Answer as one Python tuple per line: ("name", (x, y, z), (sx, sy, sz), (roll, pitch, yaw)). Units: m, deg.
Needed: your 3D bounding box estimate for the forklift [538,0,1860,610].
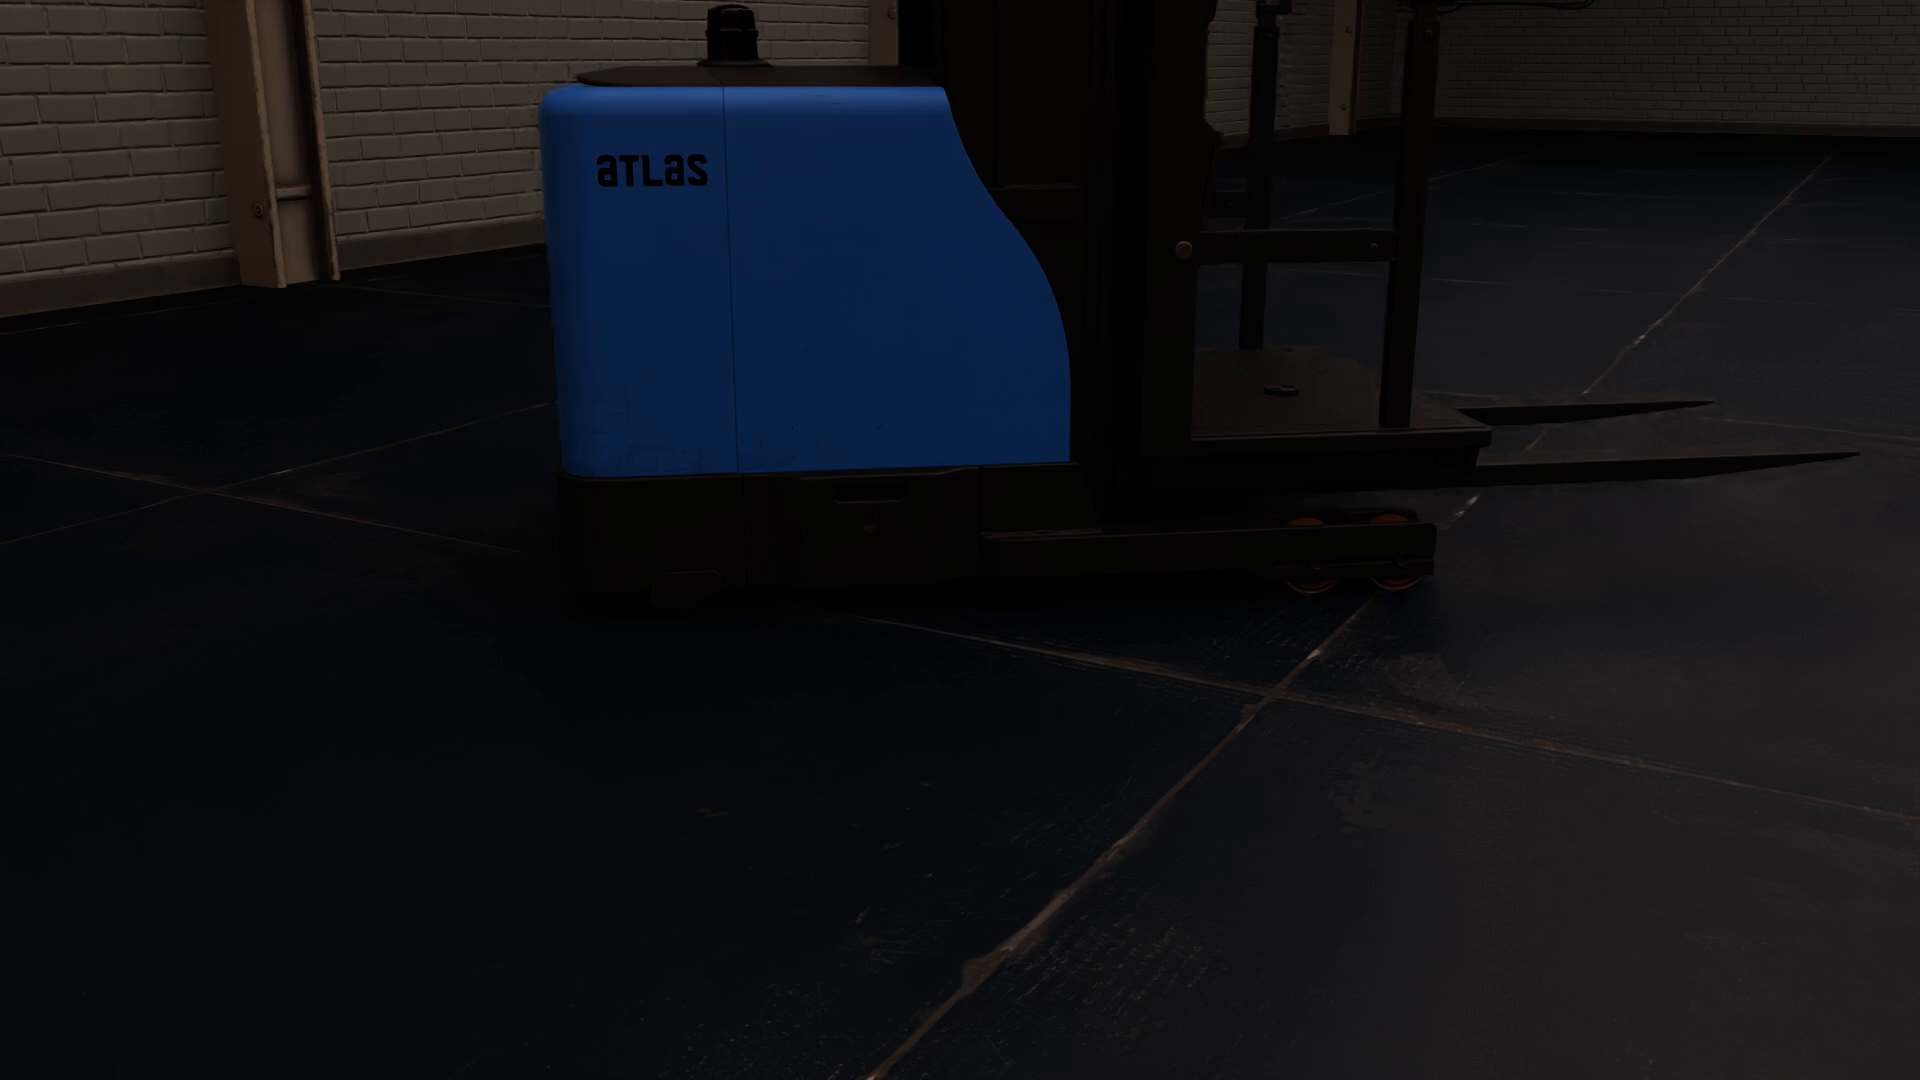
("forklift", (0.604, -1.432, 3.716), (3.031, 2.935, 1.130), (-2, 17, -8))
